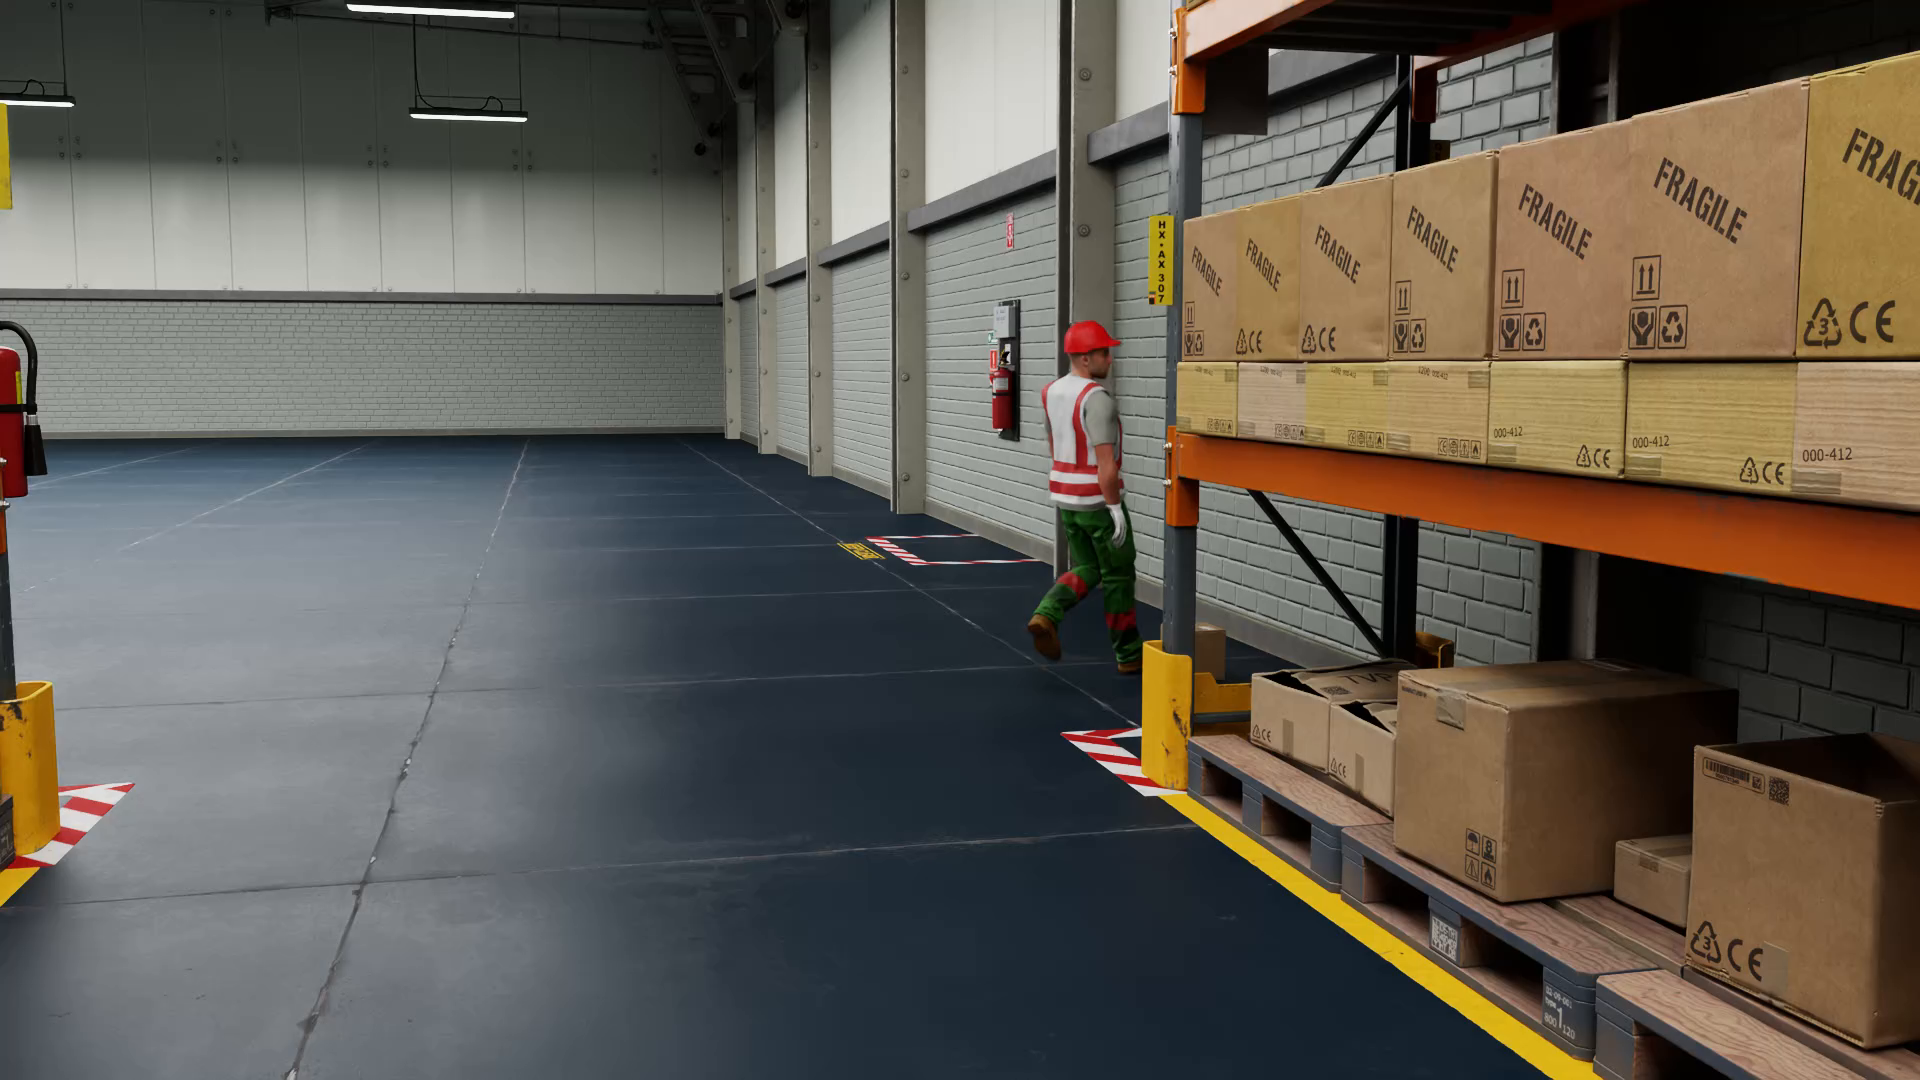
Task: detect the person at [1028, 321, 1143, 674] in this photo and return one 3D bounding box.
[{"bbox_3d":[0.707,-0.196,8.228,0.825,1.755,0.631,-4,7,-30],"label":"person"}]
